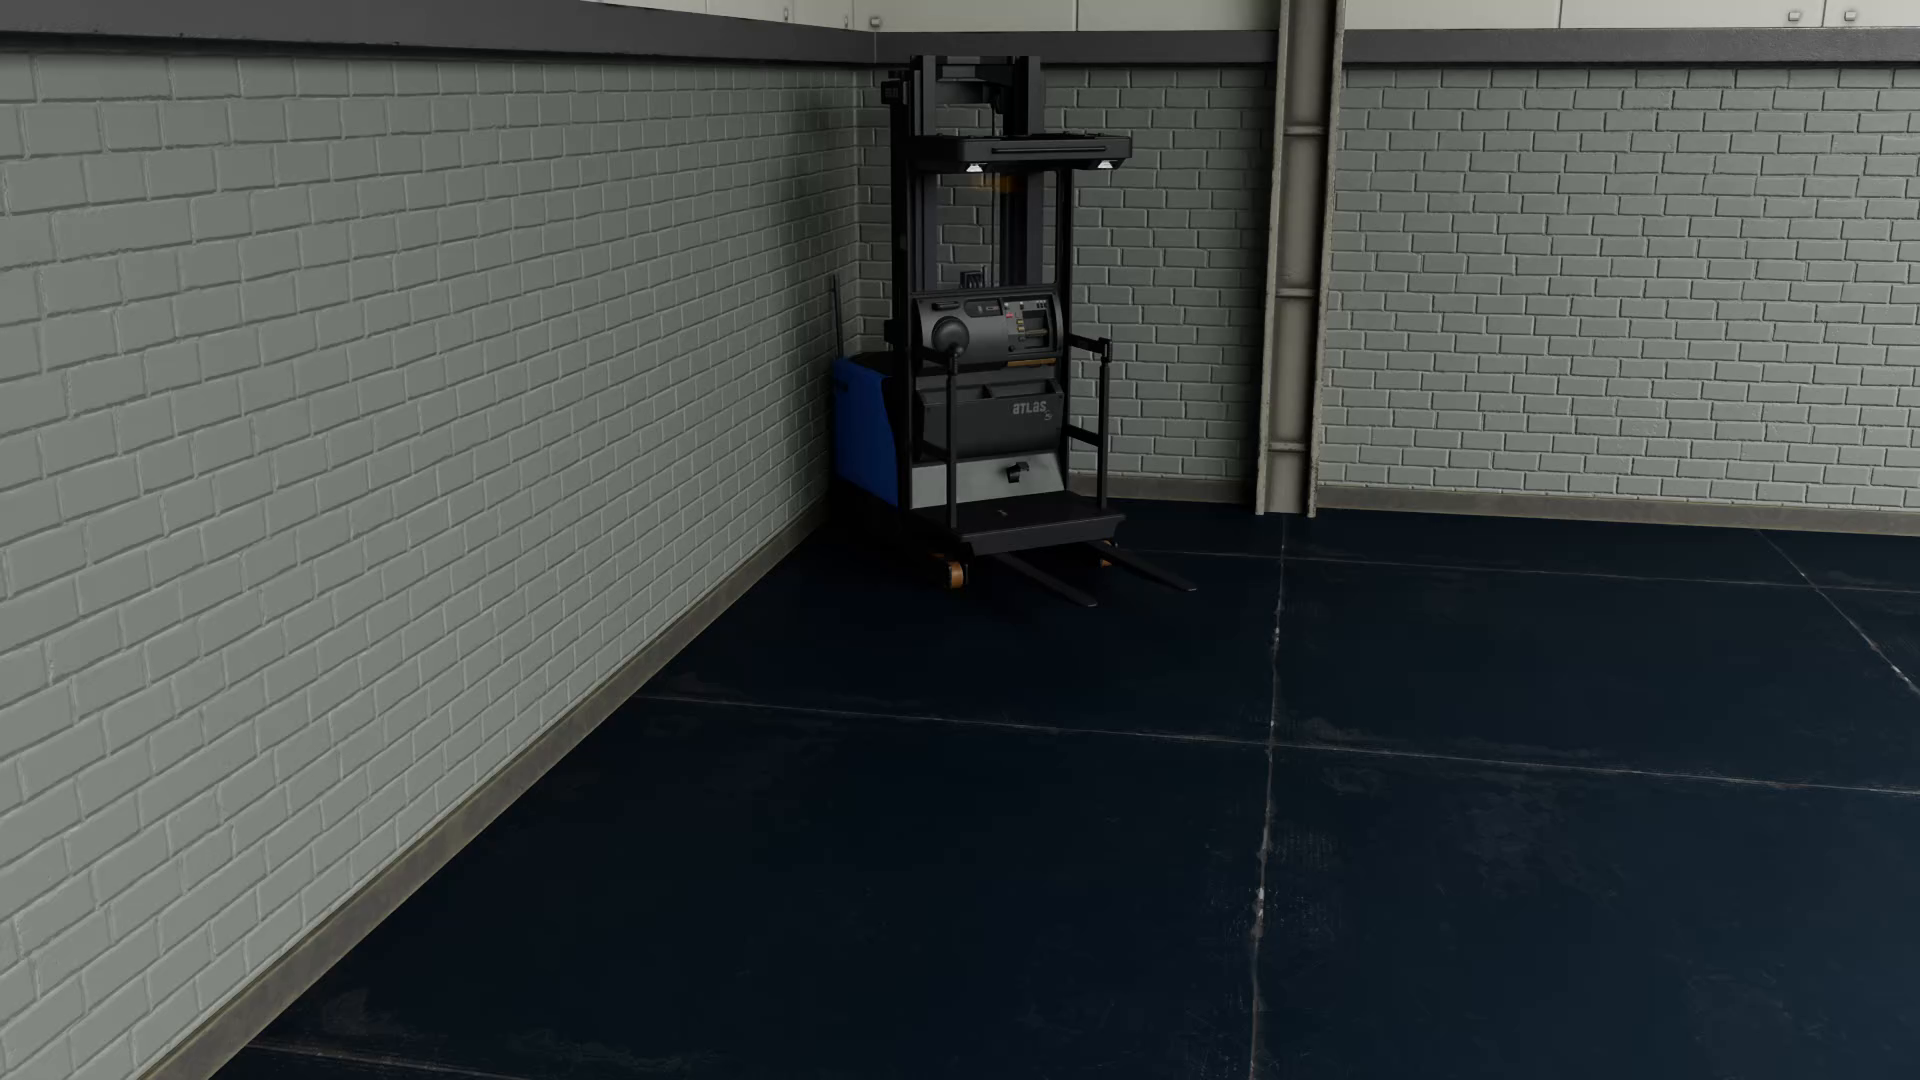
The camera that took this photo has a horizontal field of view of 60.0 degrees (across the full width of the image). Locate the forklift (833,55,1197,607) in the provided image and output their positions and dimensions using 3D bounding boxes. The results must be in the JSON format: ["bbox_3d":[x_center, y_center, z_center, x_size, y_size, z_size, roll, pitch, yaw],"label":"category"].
[{"bbox_3d":[0.276,-1.264,9.563,1.130,2.935,3.031,-8,17,-25],"label":"forklift"}]

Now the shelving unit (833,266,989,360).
[{"bbox_3d":[-0.341,-1.080,11.330,1.083,1.500,0.587,-6,11,-16],"label":"shelving unit"}]

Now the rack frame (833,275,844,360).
[{"bbox_3d":[-0.836,-1.029,11.189,0.032,1.500,0.500,-6,11,-16],"label":"rack frame"}]

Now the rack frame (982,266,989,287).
[{"bbox_3d":[0.137,-1.128,11.466,0.032,1.500,0.500,-6,11,-16],"label":"rack frame"}]

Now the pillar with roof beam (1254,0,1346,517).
[{"bbox_3d":[1.336,-3.412,5.951,0.400,9.000,9.100,3,16,11],"label":"pillar with roof beam"}]
